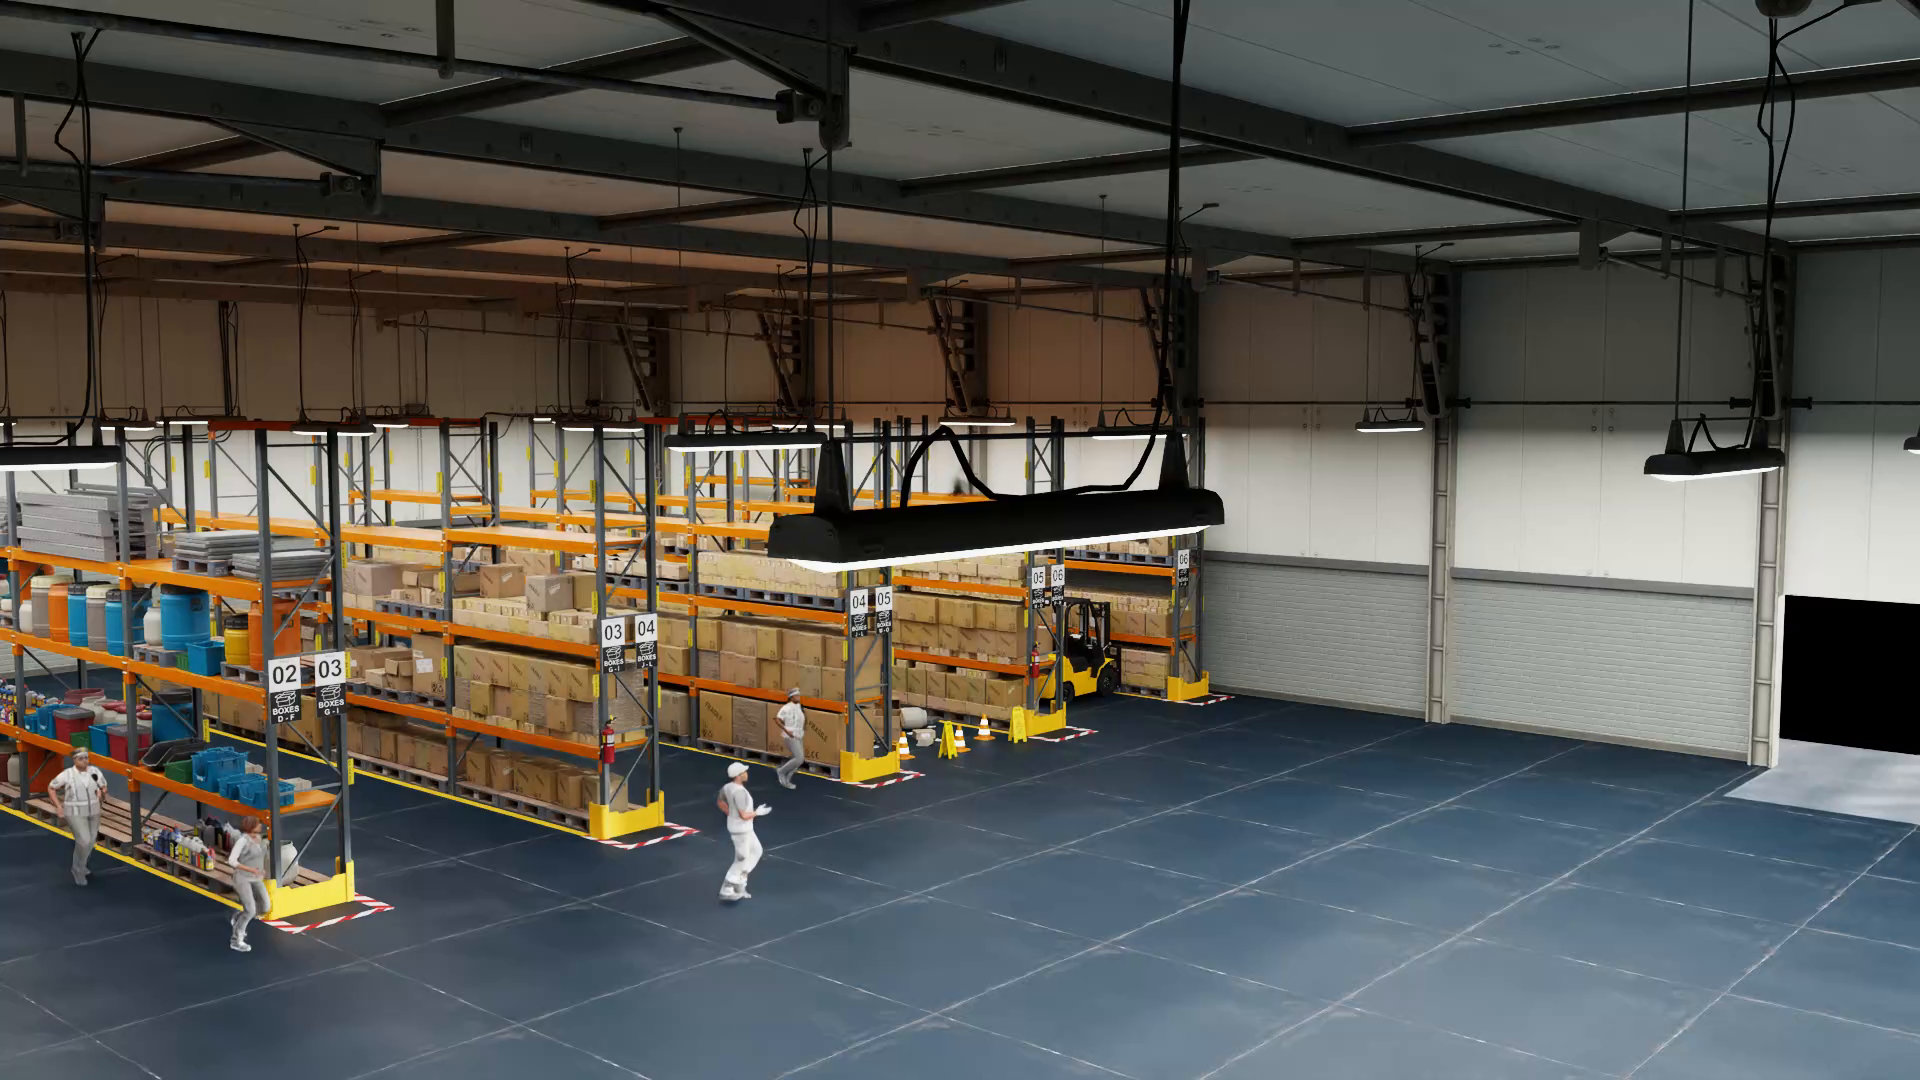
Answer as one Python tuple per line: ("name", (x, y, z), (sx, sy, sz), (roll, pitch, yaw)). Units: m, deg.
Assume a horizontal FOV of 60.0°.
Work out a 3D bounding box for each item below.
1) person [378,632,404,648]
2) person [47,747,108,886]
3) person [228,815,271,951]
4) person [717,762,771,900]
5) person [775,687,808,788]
("person", (-13.905, 2.172, 40.364), (0.626, 1.664, 0.757), (4, 6, 42))
("person", (-11.563, 3.635, 21.933), (0.751, 1.837, 0.632), (3, 6, 34))
("person", (-8.269, 3.968, 19.378), (0.516, 1.533, 0.542), (1, 5, 15))
("person", (-2.732, 3.693, 21.076), (0.655, 1.795, 0.634), (-1, 5, -16))
("person", (-2.705, 3.235, 27.286), (0.479, 1.657, 0.609), (2, 5, 24))
